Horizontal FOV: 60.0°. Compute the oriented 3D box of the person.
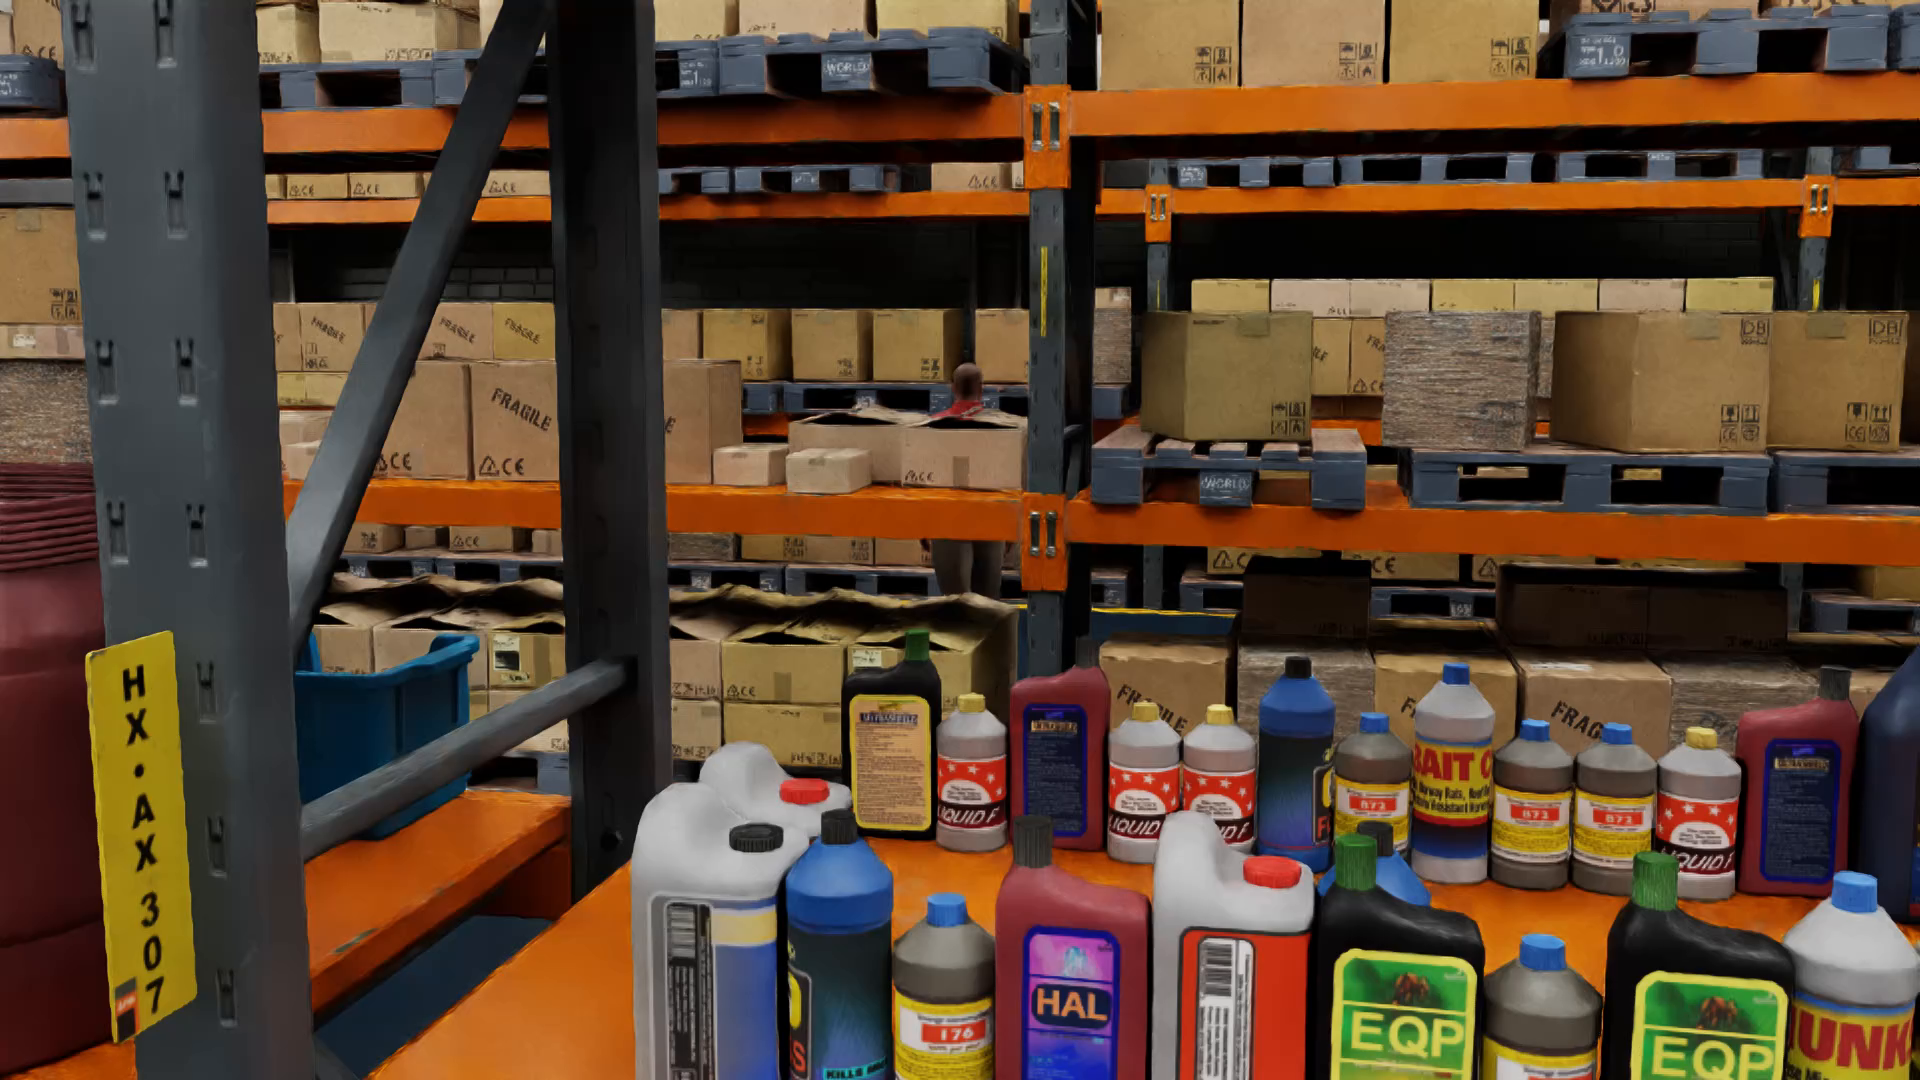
[{"bbox_3d":[0.041,-0.068,8.830,0.541,1.740,0.493,-2,8,-16],"label":"person"}]
